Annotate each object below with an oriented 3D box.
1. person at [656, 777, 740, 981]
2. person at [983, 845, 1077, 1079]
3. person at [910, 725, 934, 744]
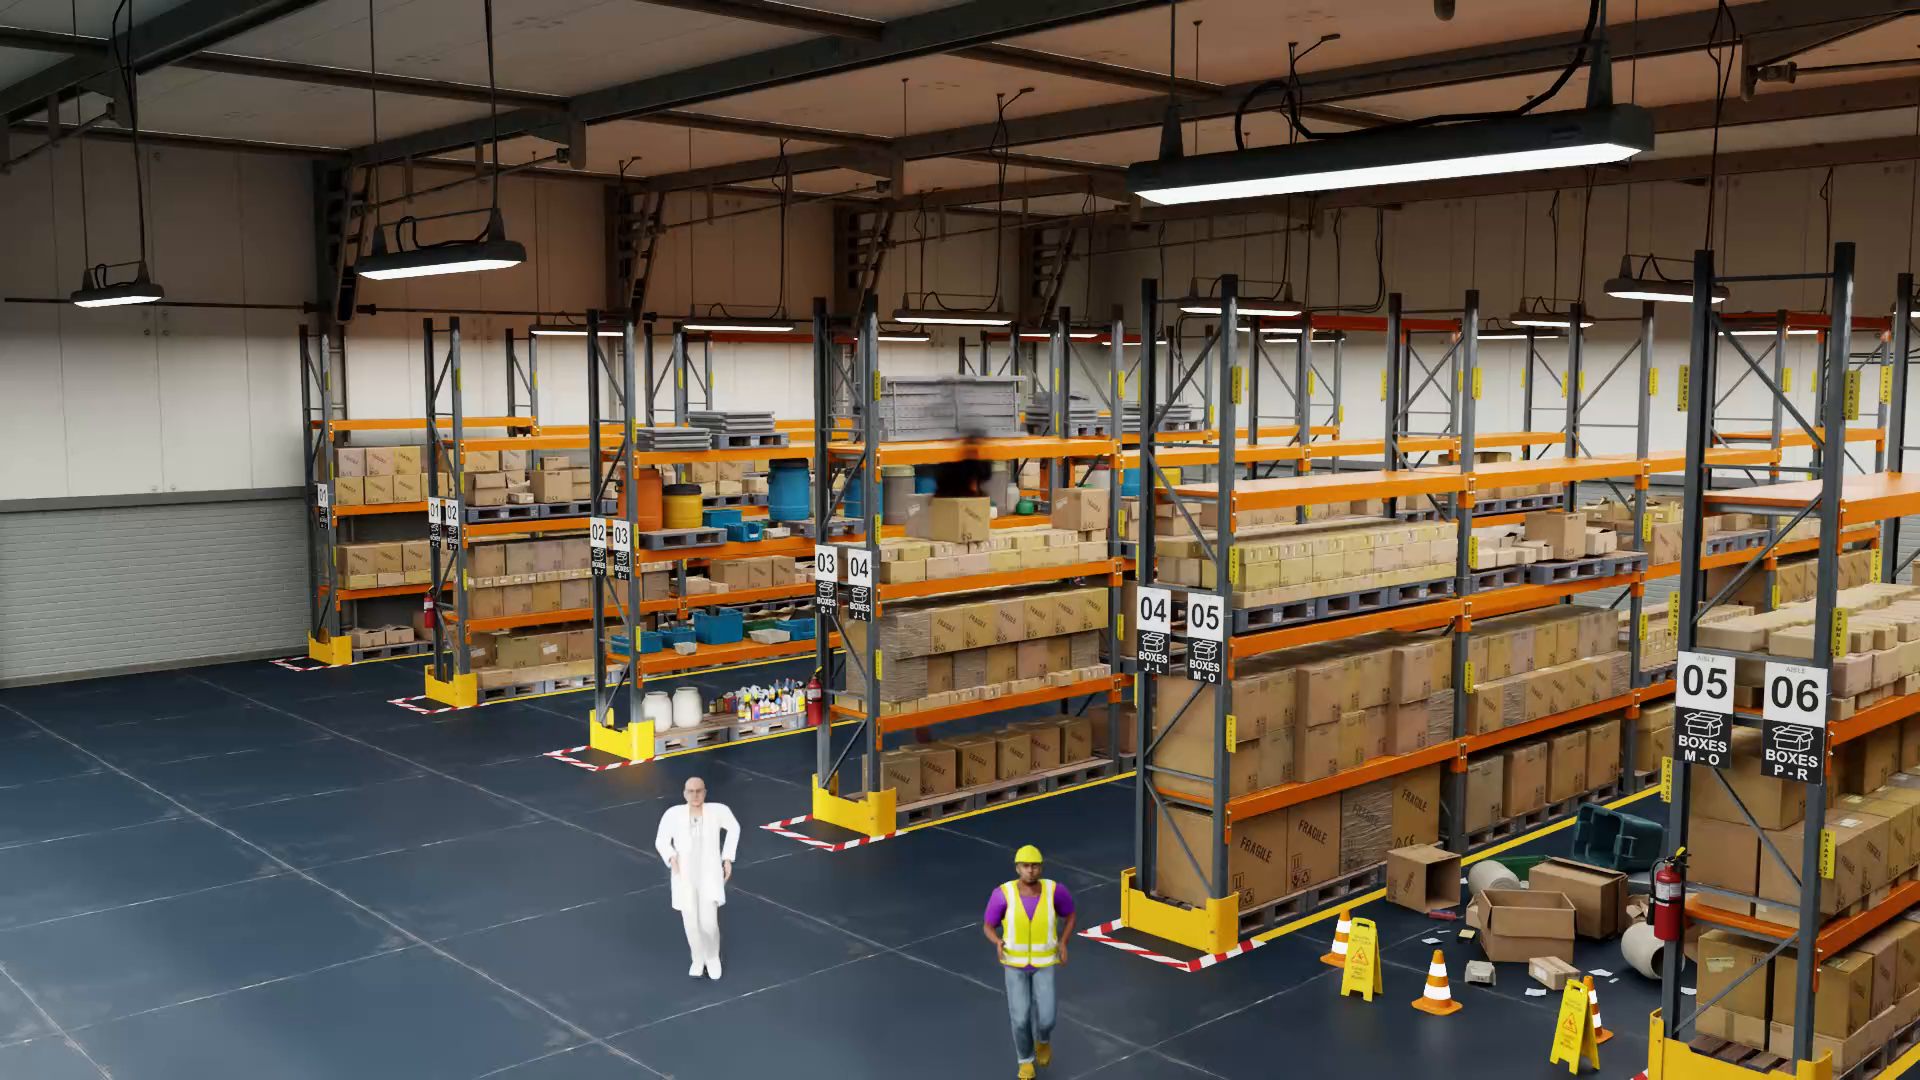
[{"bbox_3d":[-2.228,2.876,14.074,0.690,1.763,0.720,0,6,-2],"label":"person"},{"bbox_3d":[0.515,3.083,12.099,0.691,1.721,0.585,0,6,0],"label":"person"},{"bbox_3d":[-0.522,2.090,21.935,0.558,1.638,0.664,5,7,39],"label":"person"}]
